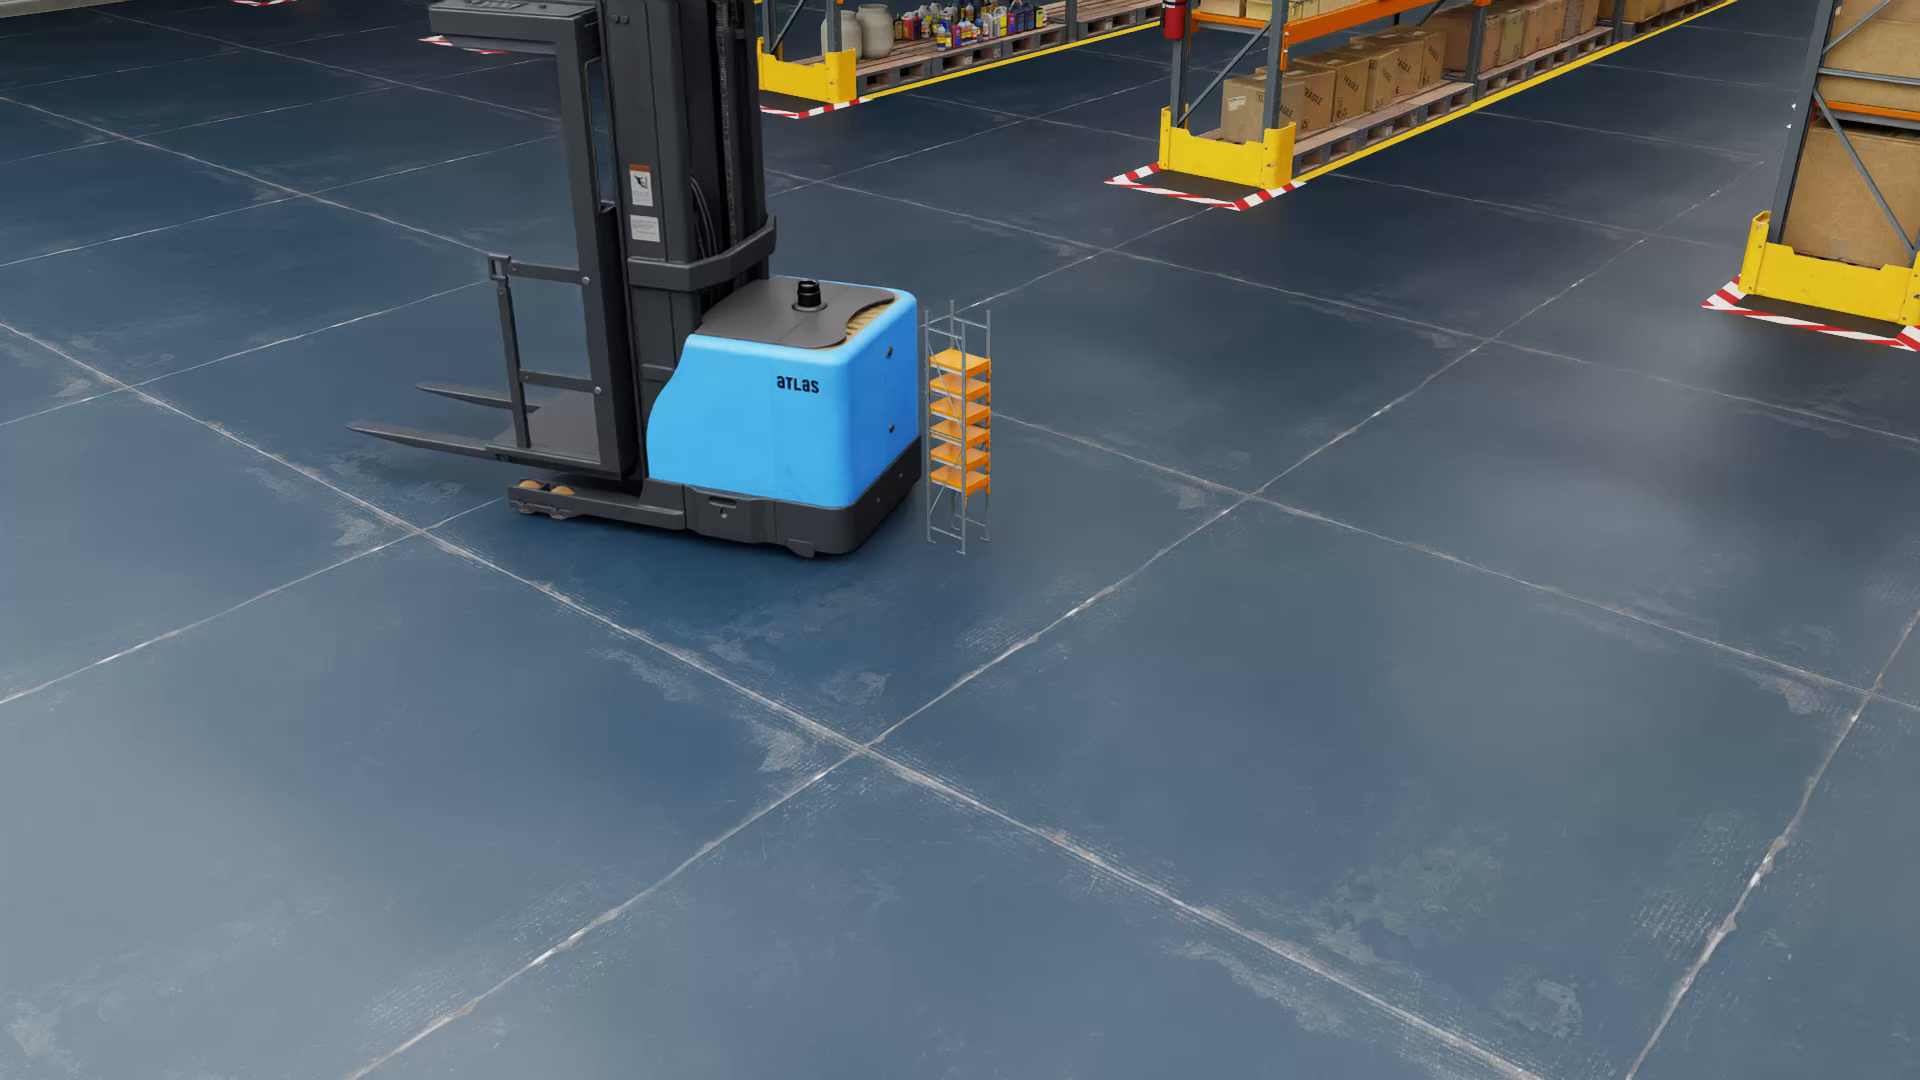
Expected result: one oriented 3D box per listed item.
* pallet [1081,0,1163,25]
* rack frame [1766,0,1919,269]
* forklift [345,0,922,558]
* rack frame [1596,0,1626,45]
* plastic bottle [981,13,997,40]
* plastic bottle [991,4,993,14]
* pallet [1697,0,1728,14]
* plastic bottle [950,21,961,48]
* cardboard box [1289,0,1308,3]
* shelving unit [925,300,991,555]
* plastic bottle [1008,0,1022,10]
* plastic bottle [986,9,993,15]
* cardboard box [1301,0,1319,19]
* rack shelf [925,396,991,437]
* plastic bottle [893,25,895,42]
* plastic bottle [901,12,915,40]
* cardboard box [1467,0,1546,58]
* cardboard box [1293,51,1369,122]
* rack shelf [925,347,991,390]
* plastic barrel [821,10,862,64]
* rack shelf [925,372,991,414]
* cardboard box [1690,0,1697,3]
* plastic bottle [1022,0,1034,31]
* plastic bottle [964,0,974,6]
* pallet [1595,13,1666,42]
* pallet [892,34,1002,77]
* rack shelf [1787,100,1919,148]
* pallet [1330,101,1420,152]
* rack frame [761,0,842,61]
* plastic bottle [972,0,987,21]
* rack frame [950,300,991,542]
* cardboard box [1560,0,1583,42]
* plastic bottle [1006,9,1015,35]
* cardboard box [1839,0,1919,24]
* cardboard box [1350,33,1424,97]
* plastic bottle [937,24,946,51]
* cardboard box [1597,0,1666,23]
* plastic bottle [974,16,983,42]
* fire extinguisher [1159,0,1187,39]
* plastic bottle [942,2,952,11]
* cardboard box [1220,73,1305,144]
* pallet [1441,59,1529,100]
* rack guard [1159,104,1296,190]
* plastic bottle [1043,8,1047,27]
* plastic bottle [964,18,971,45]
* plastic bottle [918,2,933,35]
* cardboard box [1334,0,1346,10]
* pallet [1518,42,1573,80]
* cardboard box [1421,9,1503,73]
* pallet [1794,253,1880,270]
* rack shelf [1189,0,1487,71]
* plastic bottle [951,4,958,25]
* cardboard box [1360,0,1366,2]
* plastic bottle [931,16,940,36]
[{"bbox_3d":[2.191,-6.808,21.180,1.003,0.211,1.213,21,34,34],"label":"pallet"},{"bbox_3d":[5.987,-2.971,10.728,1.000,3.000,0.127,21,34,34],"label":"rack frame"},{"bbox_3d":[-1.774,-1.621,8.194,3.031,2.935,1.130,9,29,18],"label":"forklift"},{"bbox_3d":[7.312,-7.293,19.082,1.000,3.000,0.127,21,34,34],"label":"rack frame"},{"bbox_3d":[0.325,-5.756,18.597,0.152,0.276,0.135,21,34,35],"label":"plastic bottle"},{"bbox_3d":[0.341,-6.254,19.640,0.097,0.201,0.097,0,27,0],"label":"plastic bottle"},{"bbox_3d":[9.424,-7.177,21.893,1.003,0.211,1.213,21,34,34],"label":"pallet"},{"bbox_3d":[-0.046,-5.519,18.132,0.061,0.283,0.133,21,34,35],"label":"plastic bottle"},{"bbox_3d":[2.595,-4.820,13.869,0.875,0.500,0.500,21,34,34],"label":"cardboard box"},{"bbox_3d":[-0.009,-0.528,7.964,0.258,1.200,0.189,21,34,34],"label":"shelving unit"},{"bbox_3d":[0.648,-6.070,19.124,0.144,0.351,0.185,21,34,34],"label":"plastic bottle"},{"bbox_3d":[0.336,-5.837,18.745,0.061,0.283,0.133,21,34,34],"label":"plastic bottle"},{"bbox_3d":[2.763,-4.459,13.878,0.380,0.149,0.250,21,34,34],"label":"cardboard box"},{"bbox_3d":[-0.009,-0.595,7.930,0.258,0.103,0.180,21,34,34],"label":"rack shelf"},{"bbox_3d":[-0.768,-5.636,18.446,0.097,0.201,0.097,0,27,0],"label":"plastic bottle"},{"bbox_3d":[-0.587,-5.750,18.586,0.152,0.276,0.135,21,34,35],"label":"plastic bottle"},{"bbox_3d":[5.849,-5.533,17.923,0.700,0.500,0.500,18,32,30],"label":"cardboard box"},{"bbox_3d":[3.400,-4.187,15.343,0.500,0.500,0.500,25,36,39],"label":"cardboard box"},{"bbox_3d":[-0.009,-0.808,7.819,0.258,0.103,0.180,21,34,34],"label":"rack shelf"},{"bbox_3d":[-1.238,-5.241,17.367,0.421,0.512,0.421,0,27,0],"label":"plastic barrel"},{"bbox_3d":[-0.009,-0.701,7.875,0.258,0.103,0.180,21,34,34],"label":"rack shelf"},{"bbox_3d":[8.897,-7.404,21.153,1.225,0.875,0.875,19,33,33],"label":"cardboard box"},{"bbox_3d":[0.759,-6.028,19.042,0.144,0.351,0.185,20,33,33],"label":"plastic bottle"},{"bbox_3d":[0.113,-6.176,19.328,0.144,0.351,0.185,22,34,36],"label":"plastic bottle"},{"bbox_3d":[7.872,-6.312,20.221,1.003,0.211,1.213,21,34,34],"label":"pallet"},{"bbox_3d":[-0.289,-5.423,18.503,1.003,0.211,1.213,21,34,34],"label":"pallet"},{"bbox_3d":[7.259,-3.360,12.264,1.077,0.370,4.000,21,34,34],"label":"rack shelf"},{"bbox_3d":[3.592,-3.953,15.661,1.003,0.211,1.213,21,34,34],"label":"pallet"},{"bbox_3d":[-1.598,-5.904,16.398,1.000,3.000,0.127,21,34,34],"label":"rack frame"},{"bbox_3d":[0.224,-6.134,19.246,0.144,0.351,0.185,21,34,34],"label":"plastic bottle"},{"bbox_3d":[0.049,-0.560,8.027,0.240,1.200,0.006,21,34,34],"label":"rack frame"},{"bbox_3d":[6.559,-5.934,18.698,0.700,0.500,0.500,18,32,30],"label":"cardboard box"},{"bbox_3d":[0.565,-5.860,18.791,0.061,0.283,0.133,23,35,38],"label":"plastic bottle"},{"bbox_3d":[6.253,-3.637,10.678,0.875,0.550,0.550,21,34,34],"label":"cardboard box"},{"bbox_3d":[4.124,-4.615,16.170,0.500,0.500,0.500,-16,31,-28],"label":"cardboard box"},{"bbox_3d":[-0.204,-5.439,17.990,0.097,0.271,0.097,0,27,0],"label":"plastic bottle"},{"bbox_3d":[7.767,-6.774,19.935,1.225,0.875,0.875,19,33,32],"label":"cardboard box"},{"bbox_3d":[0.206,-5.668,18.432,0.097,0.271,0.097,0,27,0],"label":"plastic bottle"},{"bbox_3d":[1.795,-4.516,13.799,0.296,0.674,0.183,21,34,34],"label":"fire extinguisher"},{"bbox_3d":[-0.145,-6.033,19.124,0.061,0.283,0.133,23,35,37],"label":"plastic bottle"},{"bbox_3d":[2.634,-3.749,14.496,0.500,0.500,0.500,-21,34,-35],"label":"cardboard box"},{"bbox_3d":[5.262,-4.912,17.516,1.003,0.211,1.213,21,34,34],"label":"pallet"},{"bbox_3d":[2.272,-3.373,14.226,1.175,0.500,0.348,21,34,34],"label":"rack guard"},{"bbox_3d":[0.956,-6.055,19.256,0.097,0.201,0.097,0,27,0],"label":"plastic bottle"},{"bbox_3d":[0.077,-5.596,18.293,0.097,0.271,0.097,0,27,0],"label":"plastic bottle"},{"bbox_3d":[-0.396,-5.892,18.780,0.144,0.351,0.185,22,35,36],"label":"plastic bottle"},{"bbox_3d":[3.076,-4.638,14.224,0.380,0.149,0.250,21,34,34],"label":"cardboard box"},{"bbox_3d":[6.038,-5.347,18.356,1.003,0.211,1.213,21,34,34],"label":"pallet"},{"bbox_3d":[5.175,-5.171,17.223,0.700,0.500,0.500,18,32,31],"label":"cardboard box"},{"bbox_3d":[6.435,-2.039,11.961,1.003,0.211,1.213,21,34,34],"label":"pallet"},{"bbox_3d":[3.496,-4.846,15.135,1.077,0.370,4.000,21,34,34],"label":"rack shelf"},{"bbox_3d":[-0.072,-6.011,19.095,0.097,0.271,0.097,0,27,0],"label":"plastic bottle"},{"bbox_3d":[3.379,-4.821,14.578,0.380,0.149,0.250,21,34,34],"label":"cardboard box"},{"bbox_3d":[-0.275,-5.806,18.776,0.097,0.201,0.097,0,27,0],"label":"plastic bottle"}]
